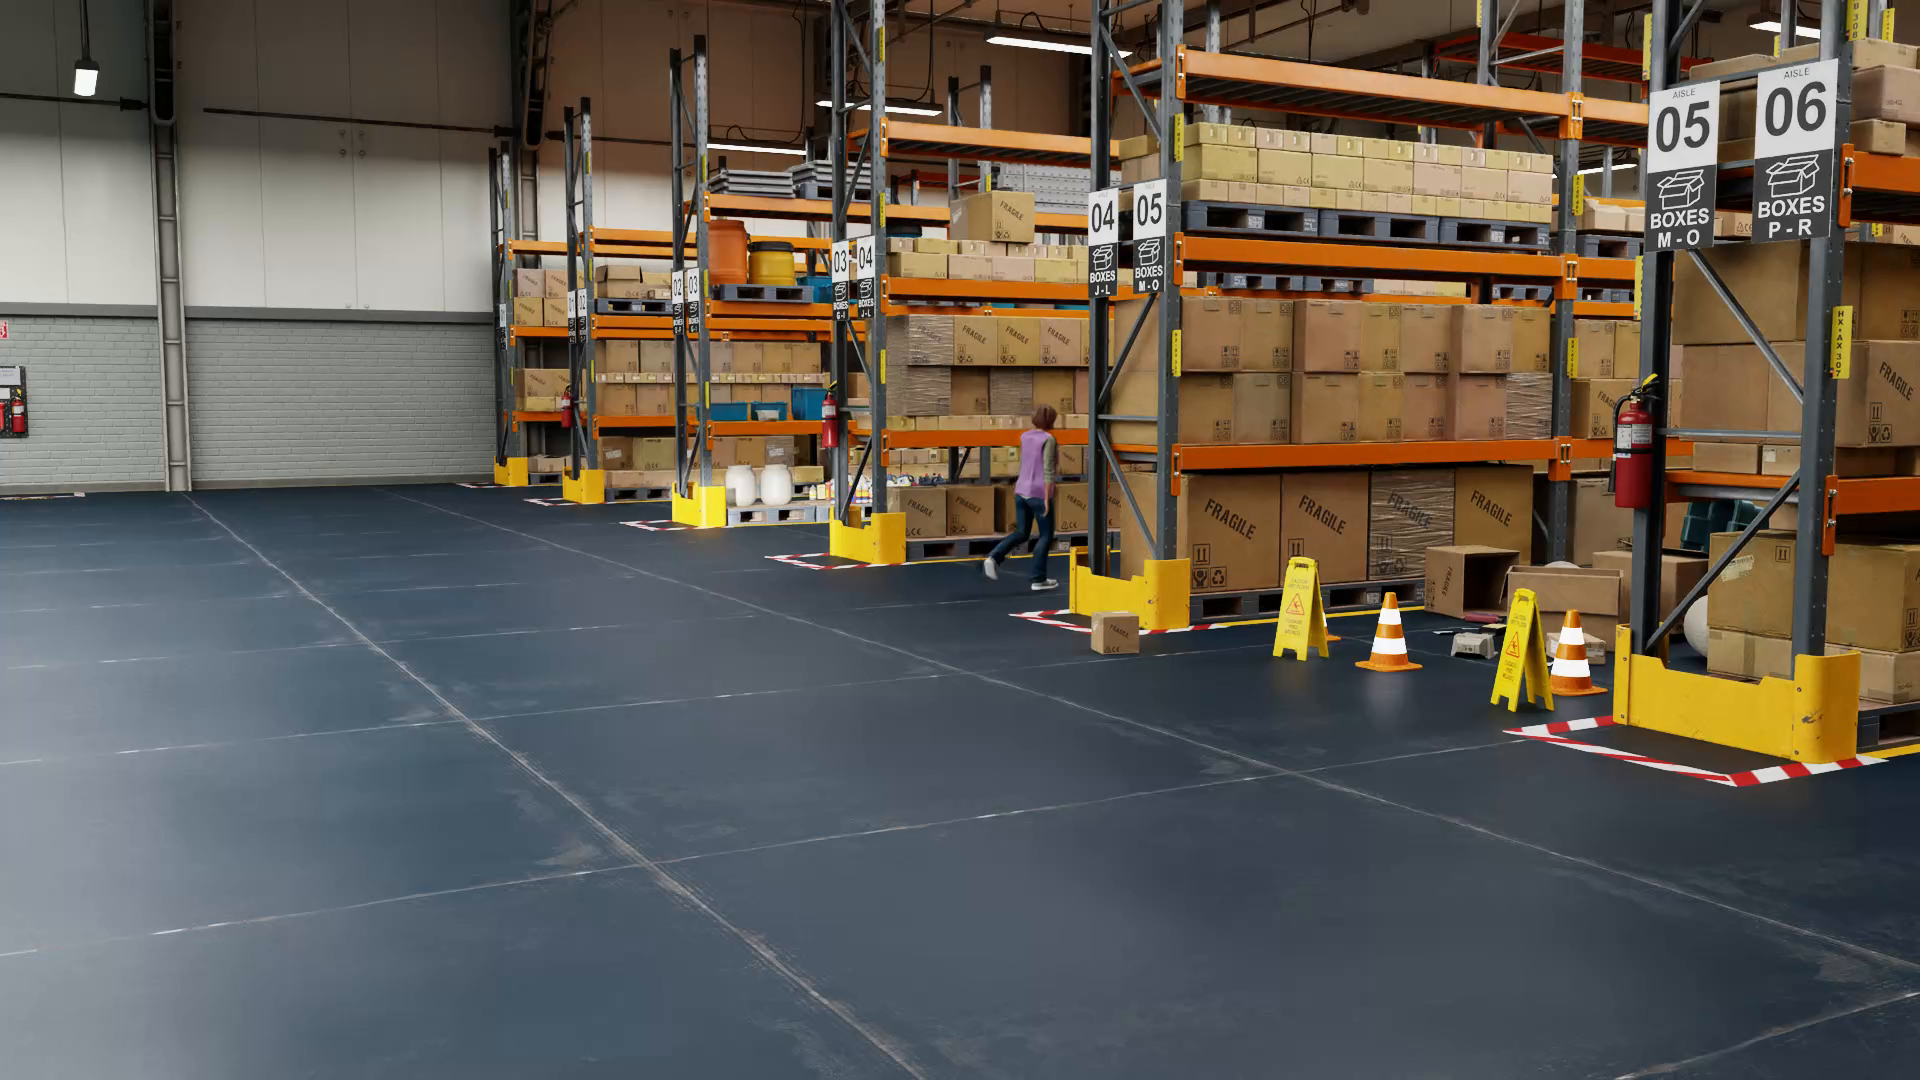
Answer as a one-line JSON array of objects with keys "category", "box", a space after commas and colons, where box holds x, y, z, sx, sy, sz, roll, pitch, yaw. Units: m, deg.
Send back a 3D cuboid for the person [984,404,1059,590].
[{"category": "person", "box": [0.562, -0.357, 13.985, 0.687, 1.574, 0.482, -4, 7, -38]}]
